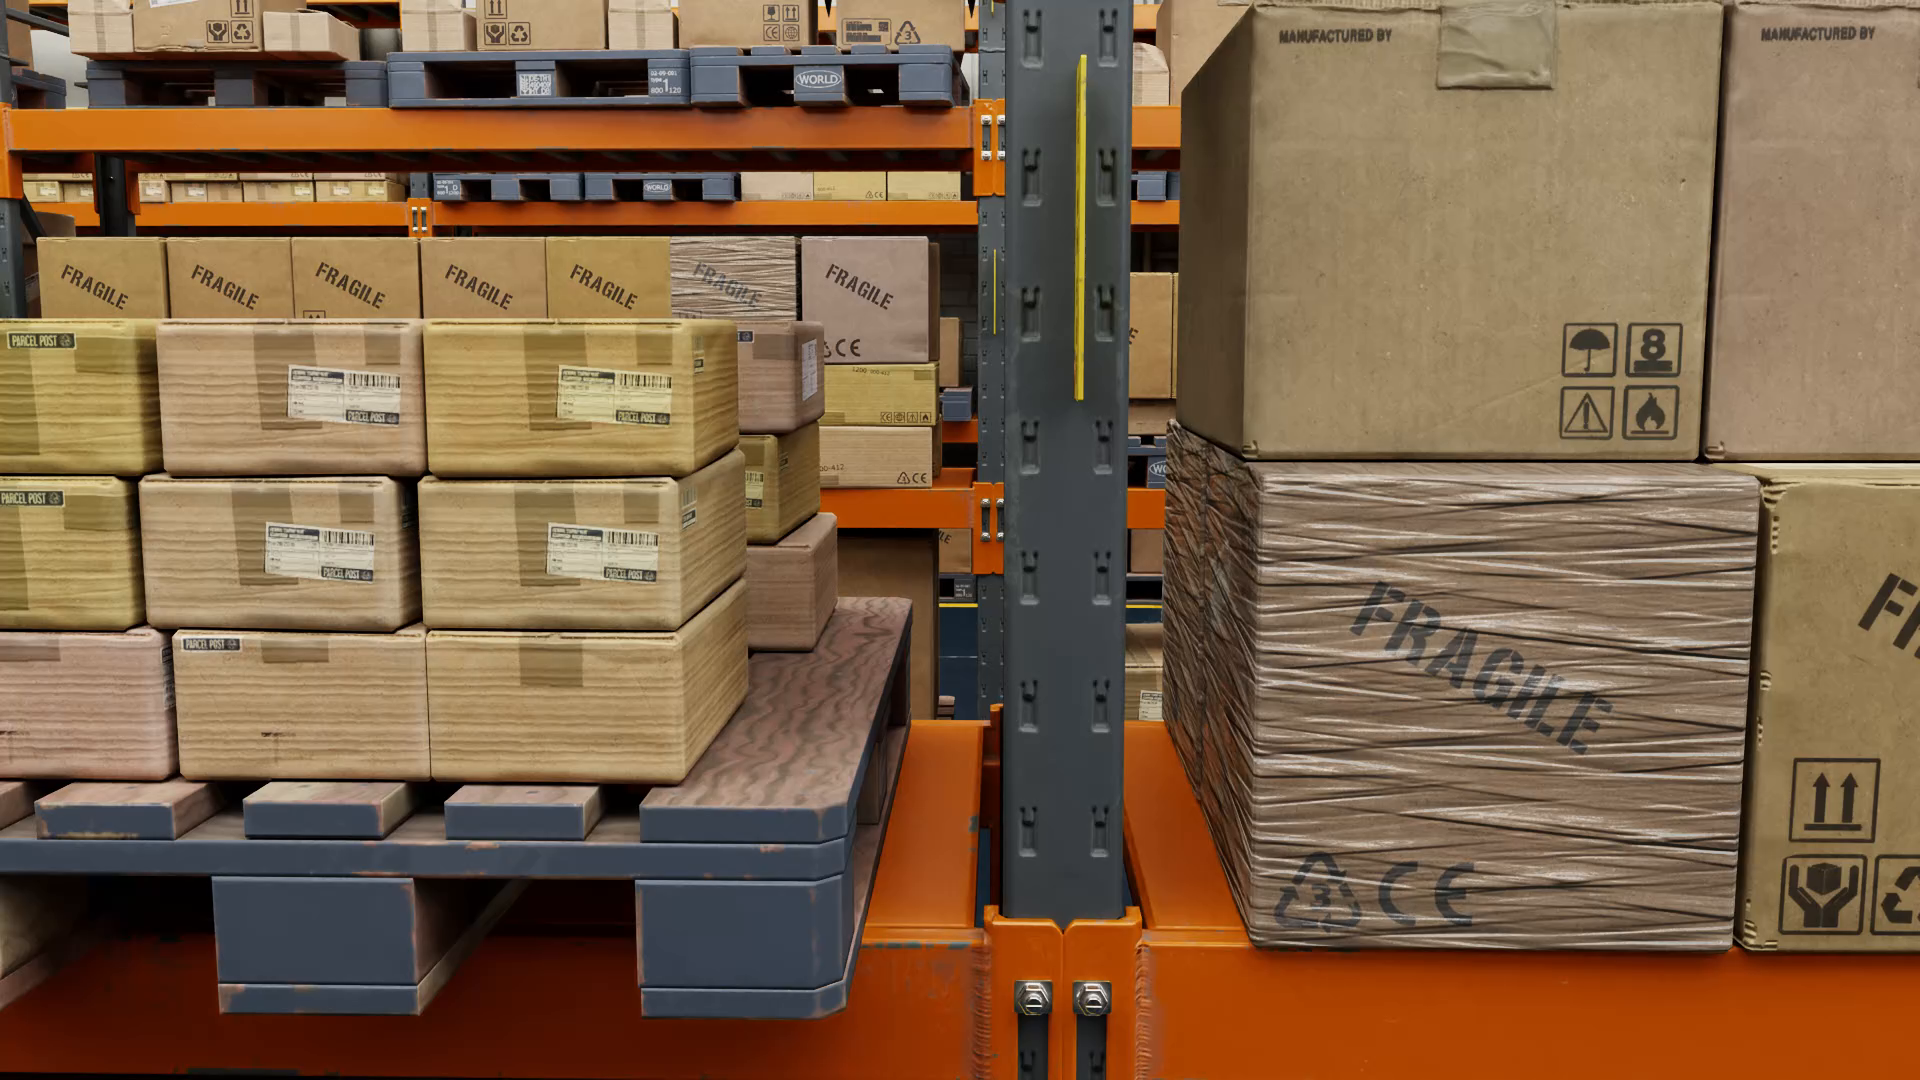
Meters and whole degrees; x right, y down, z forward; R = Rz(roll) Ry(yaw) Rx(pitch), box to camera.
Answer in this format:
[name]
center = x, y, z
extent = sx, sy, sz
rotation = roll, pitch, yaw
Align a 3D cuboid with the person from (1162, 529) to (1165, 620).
[person]
center = 1.467, -0.174, 9.983
extent = 0.523, 1.668, 0.406
rotation = 2, 8, 14
